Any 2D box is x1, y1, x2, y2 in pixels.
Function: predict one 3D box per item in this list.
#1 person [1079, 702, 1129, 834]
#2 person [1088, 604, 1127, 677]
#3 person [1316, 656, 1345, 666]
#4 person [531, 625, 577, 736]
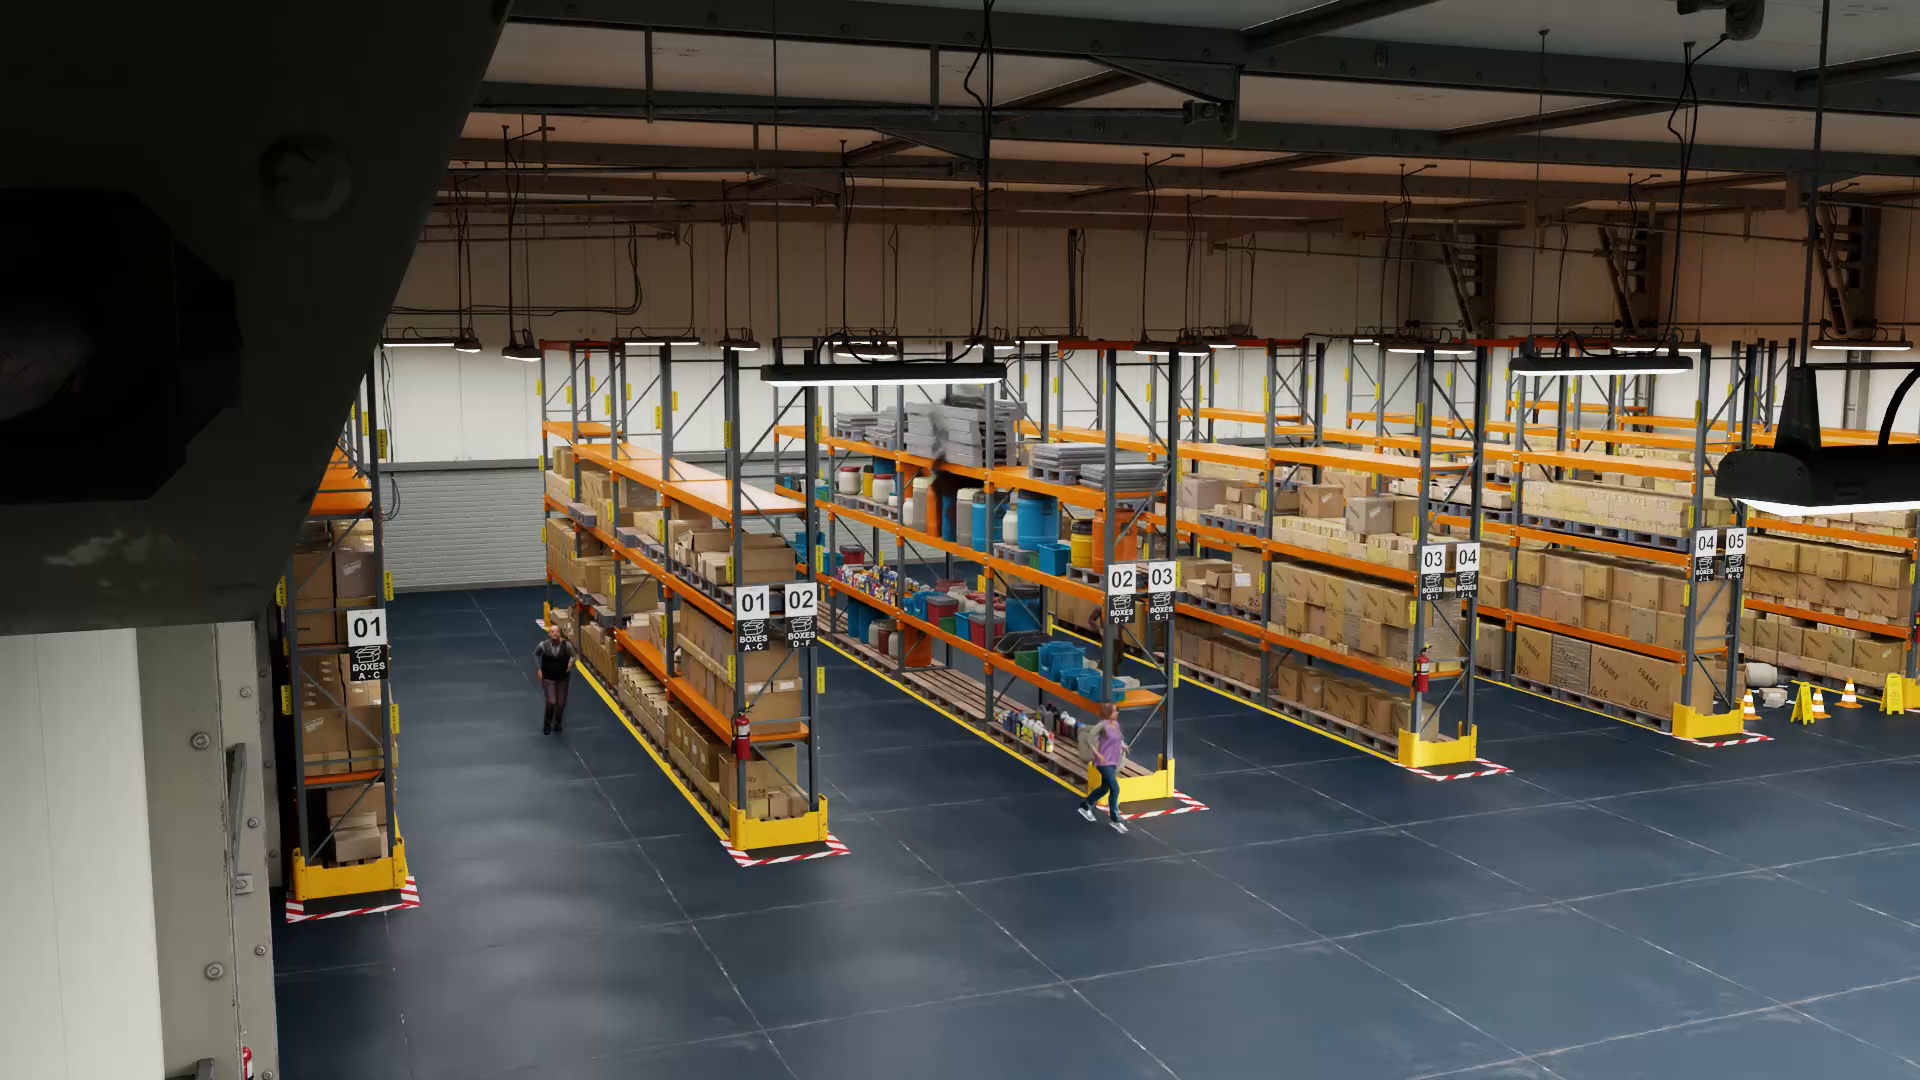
[{"bbox_3d":[1.829,2.834,20.903,0.731,1.621,0.543,4,9,30],"label":"person"},{"bbox_3d":[2.600,1.703,29.014,0.715,1.735,0.826,-4,9,-30],"label":"person"},{"bbox_3d":[6.899,1.446,31.089,0.612,1.748,0.805,-4,8,-28],"label":"person"},{"bbox_3d":[-6.214,2.161,25.619,0.661,1.706,0.677,-3,8,-24],"label":"person"}]
